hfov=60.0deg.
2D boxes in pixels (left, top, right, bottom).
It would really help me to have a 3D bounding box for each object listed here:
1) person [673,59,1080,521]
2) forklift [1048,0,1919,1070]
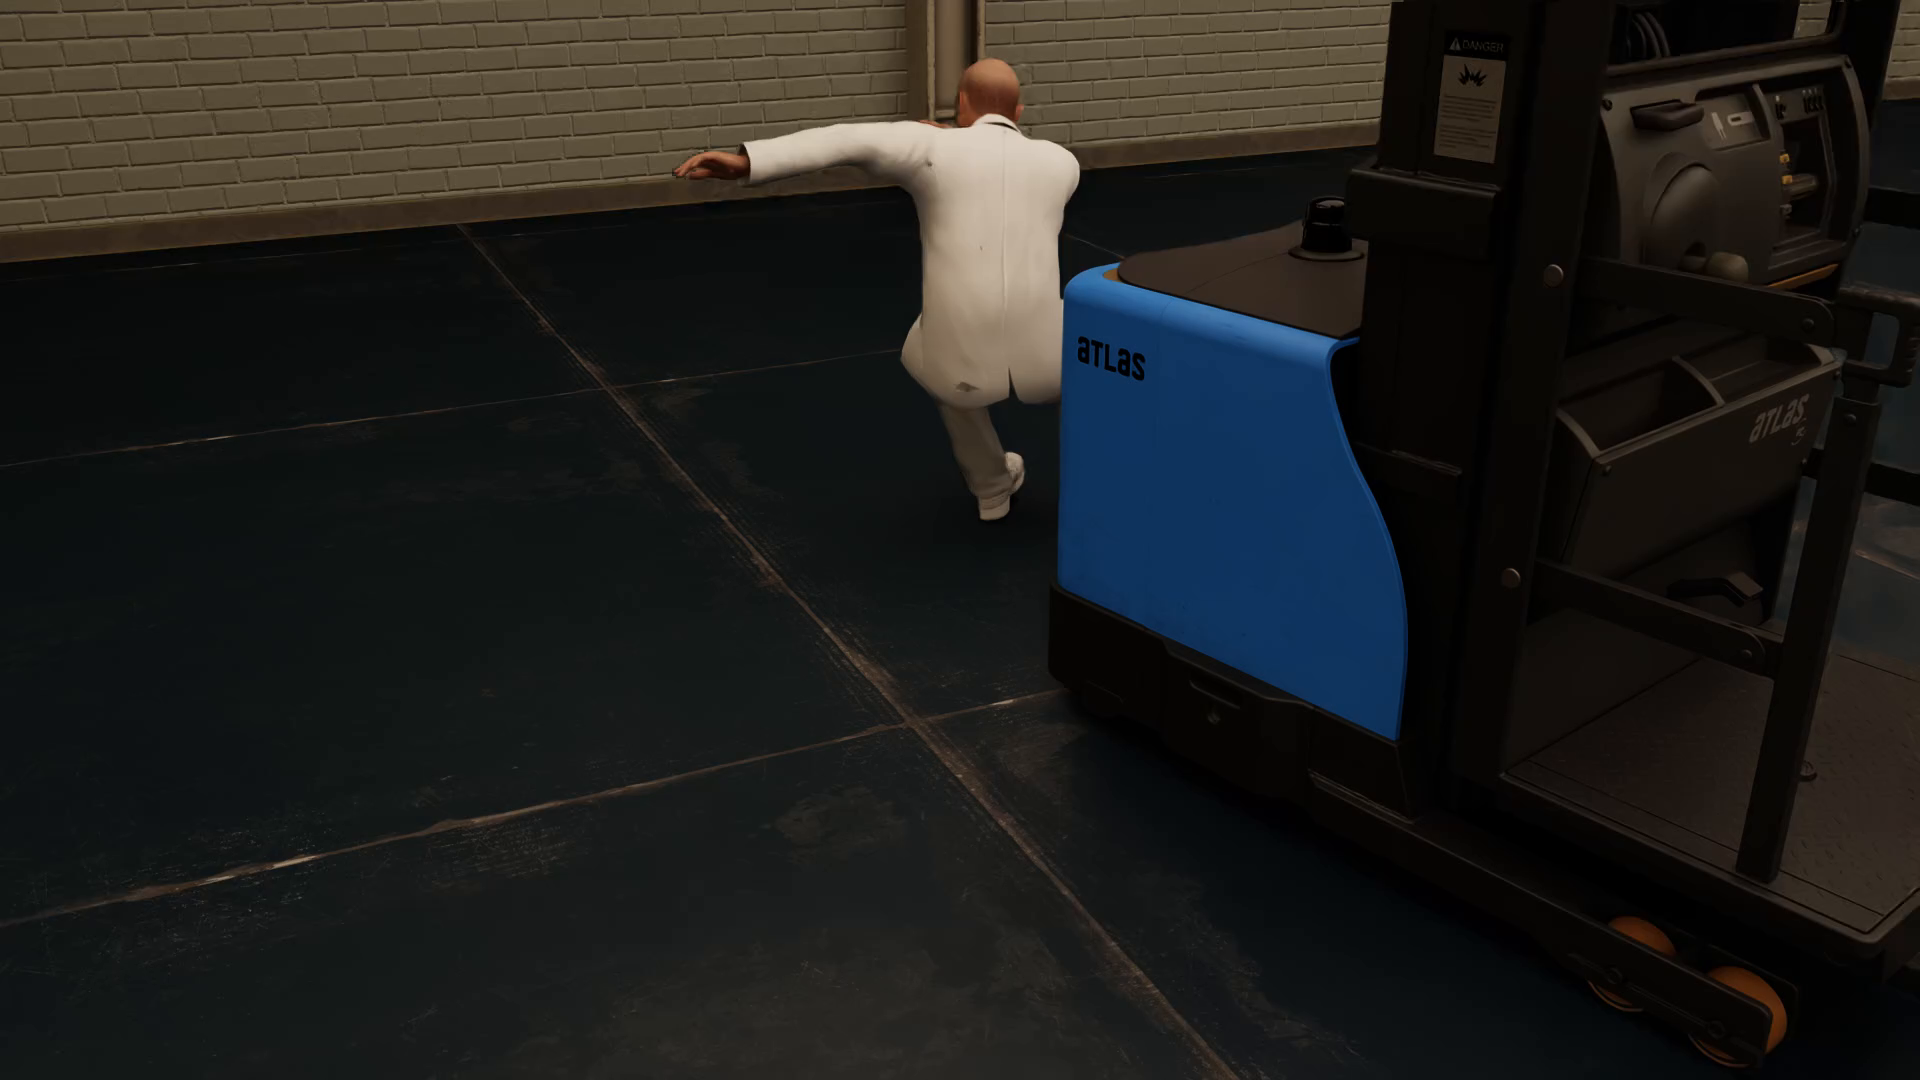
[{"bbox_3d":[-0.085,-0.649,4.855,1.467,1.450,0.747,-5,23,-12],"label":"person"},{"bbox_3d":[1.551,-0.656,2.864,1.130,2.935,3.031,-18,28,-36],"label":"forklift"}]
